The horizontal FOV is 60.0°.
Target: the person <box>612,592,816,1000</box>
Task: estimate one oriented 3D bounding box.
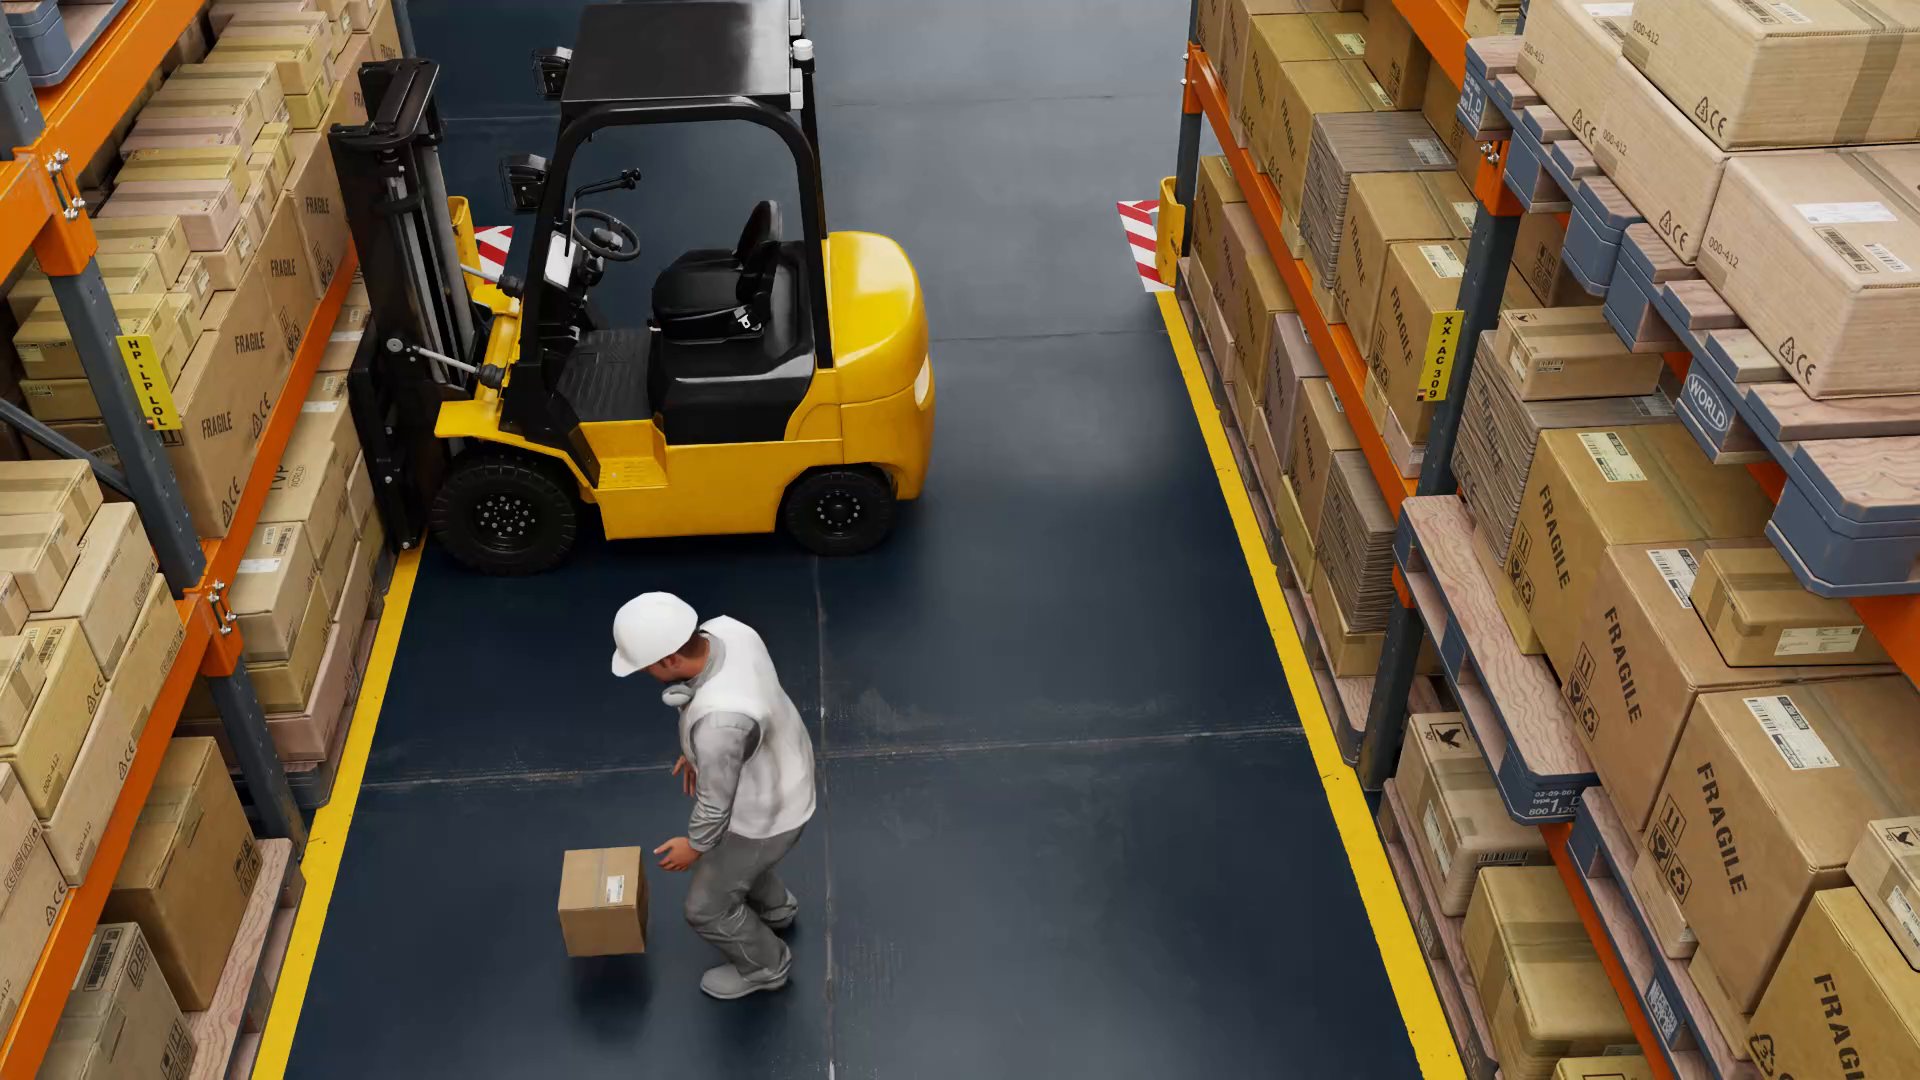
[{"bbox_3d":[-0.731,0.806,5.227,0.559,1.665,0.574,-2,39,-3],"label":"person"}]
